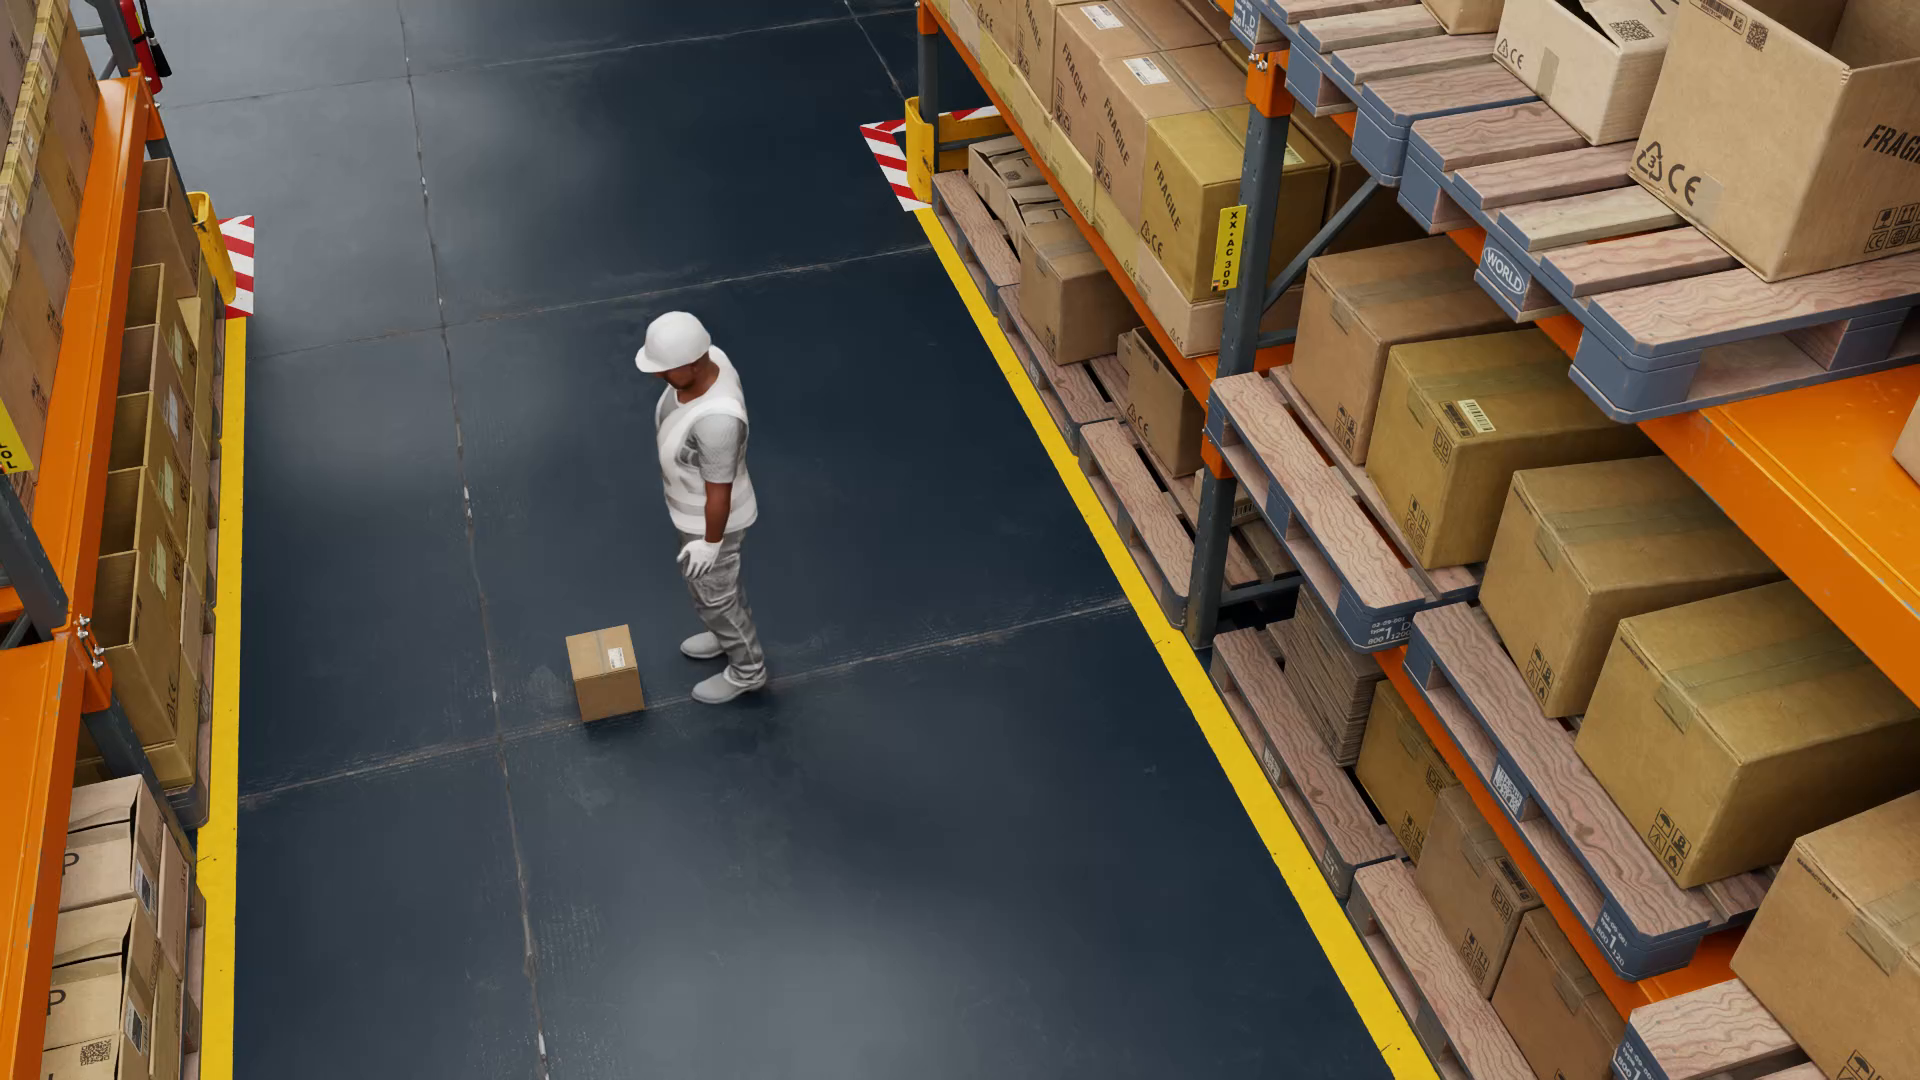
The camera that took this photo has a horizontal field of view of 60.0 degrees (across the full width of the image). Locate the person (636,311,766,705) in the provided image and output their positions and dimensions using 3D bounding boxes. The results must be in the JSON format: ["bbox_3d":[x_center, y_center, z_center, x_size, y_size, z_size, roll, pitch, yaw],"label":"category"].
[{"bbox_3d":[-0.948,-0.116,6.286,0.367,1.777,0.551,-11,43,-12],"label":"person"}]
